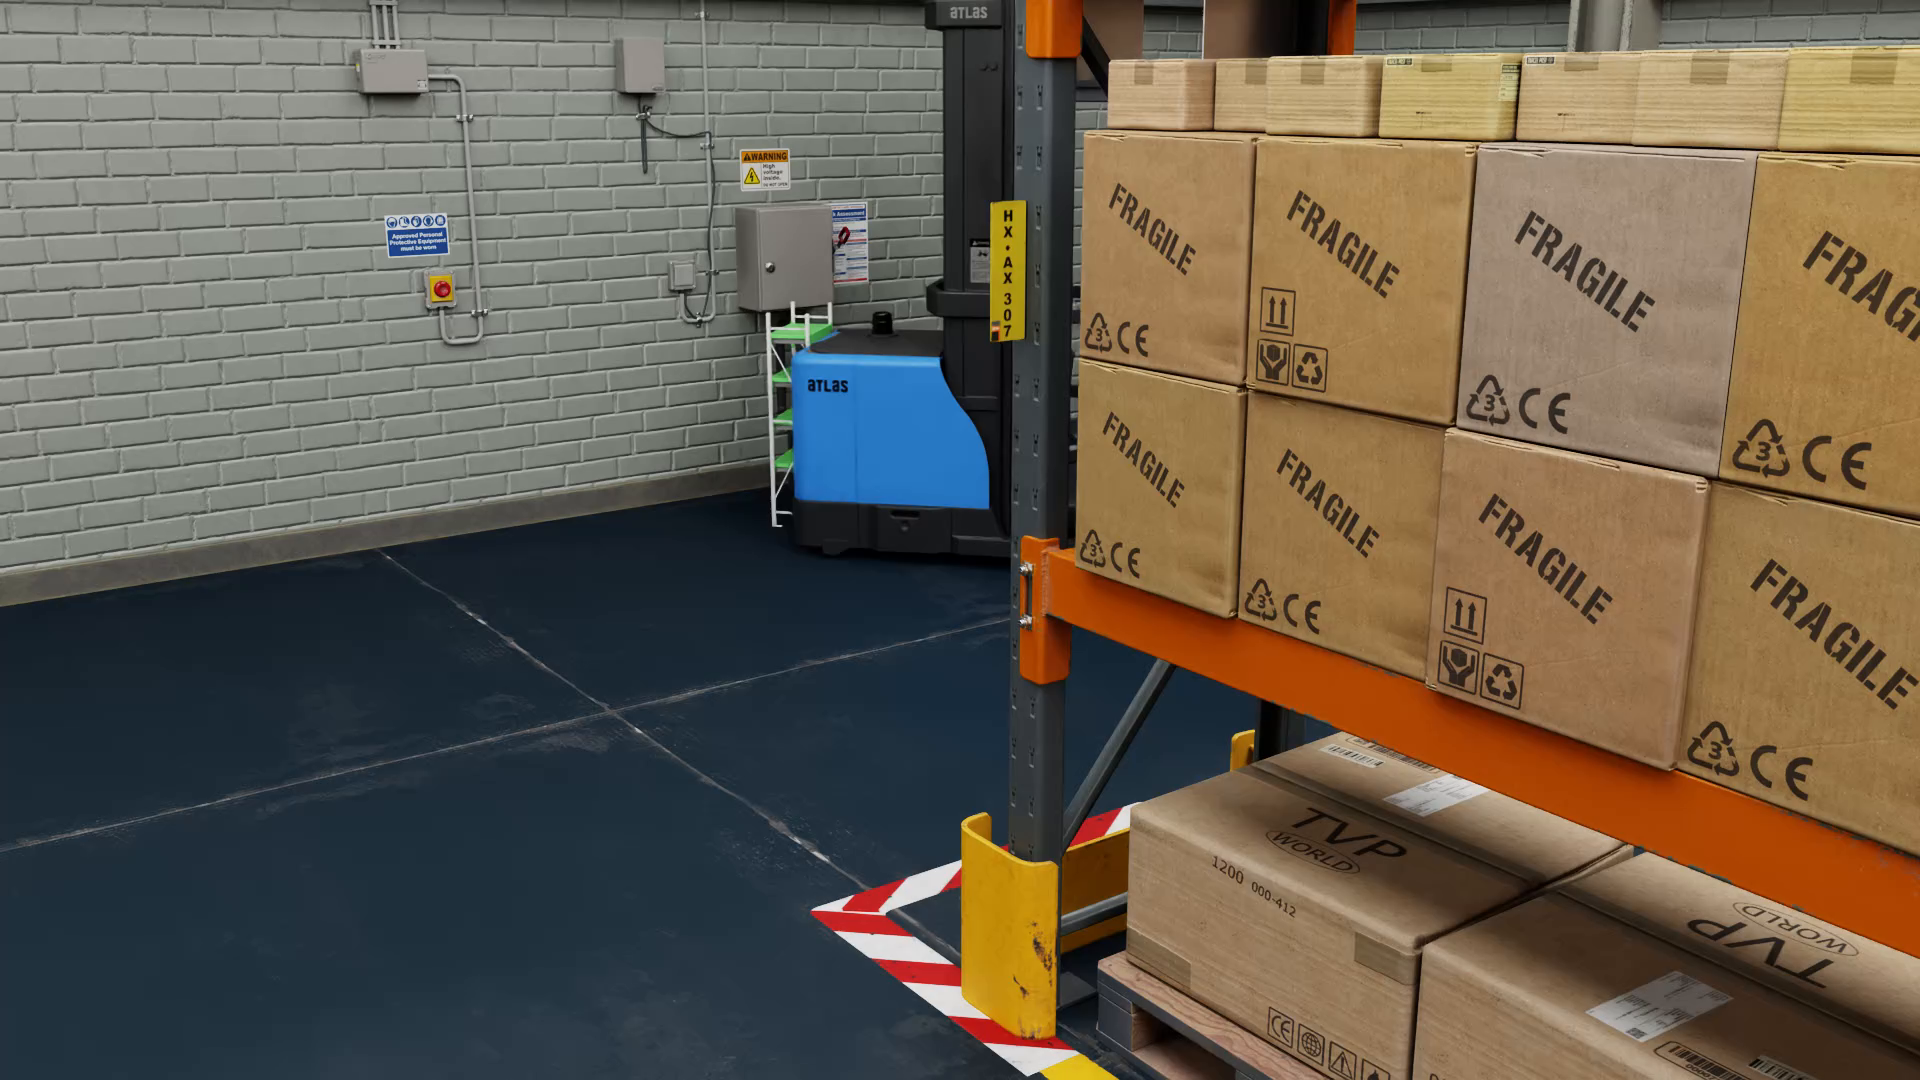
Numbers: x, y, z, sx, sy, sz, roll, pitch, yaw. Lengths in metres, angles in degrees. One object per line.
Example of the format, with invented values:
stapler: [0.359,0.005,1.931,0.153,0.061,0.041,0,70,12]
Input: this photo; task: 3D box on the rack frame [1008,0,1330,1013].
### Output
rack frame: [0.565,-0.261,4.346,1.000,3.000,0.127,-11,19,-35]

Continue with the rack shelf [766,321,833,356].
rack shelf: [-0.892,-1.115,9.303,0.258,0.148,0.480,3,16,10]

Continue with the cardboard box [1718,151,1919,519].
cardboard box: [1.530,-0.320,2.480,0.500,0.500,0.500,-11,19,-34]

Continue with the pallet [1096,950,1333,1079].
pallet: [1.099,1.243,4.135,1.003,0.211,1.213,-11,19,-35]

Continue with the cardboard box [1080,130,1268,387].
cardboard box: [0.617,-0.644,3.665,0.500,0.500,0.500,-11,19,-36]

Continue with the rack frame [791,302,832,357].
rack frame: [-0.848,-0.778,9.644,0.240,1.200,0.015,3,16,10]

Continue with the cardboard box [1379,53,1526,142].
cardboard box: [0.991,-0.814,3.055,0.380,0.149,0.250,-12,19,-36]

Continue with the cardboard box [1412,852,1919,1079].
cardboard box: [1.579,1.092,3.462,0.875,0.438,0.875,-10,18,-33]

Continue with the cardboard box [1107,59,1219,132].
cardboard box: [0.550,-0.985,3.682,0.380,0.149,0.250,-10,18,-33]

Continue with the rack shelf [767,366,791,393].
rack shelf: [-0.892,-0.884,9.366,0.258,0.148,0.480,3,16,10]

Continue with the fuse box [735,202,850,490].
fuse box: [-0.984,-1.135,9.980,0.539,1.711,0.414,-11,19,-35]

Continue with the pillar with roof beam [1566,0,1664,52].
pillar with roof beam: [0.240,-3.973,6.546,9.100,9.000,0.400,-11,19,-35]

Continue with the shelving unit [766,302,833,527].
shelving unit: [-0.892,-0.714,9.412,0.258,1.200,0.503,3,16,10]

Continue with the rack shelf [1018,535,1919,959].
rack shelf: [1.741,0.513,2.881,1.077,0.370,4.000,-11,19,-35]

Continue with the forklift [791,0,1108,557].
forklift: [0.684,-1.383,8.577,3.031,2.935,1.130,3,16,10]

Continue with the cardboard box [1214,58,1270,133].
cardboard box: [0.762,-0.940,3.518,0.380,0.149,0.250,-10,18,-33]

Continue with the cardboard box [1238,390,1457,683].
cardboard box: [0.935,-0.058,3.417,0.500,0.500,0.500,-11,19,-35]

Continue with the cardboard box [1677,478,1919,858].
cardboard box: [1.528,0.158,2.629,0.500,0.500,0.500,-10,18,-33]

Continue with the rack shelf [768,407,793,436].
rack shelf: [-0.892,-0.653,9.429,0.258,0.148,0.480,3,16,10]

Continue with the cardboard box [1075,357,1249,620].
cardboard box: [0.615,-0.162,3.796,0.500,0.500,0.500,-11,19,-35]

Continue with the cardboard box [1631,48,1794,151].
cardboard box: [1.301,-0.706,2.661,0.380,0.149,0.250,-11,19,-34]

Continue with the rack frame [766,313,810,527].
rack frame: [-0.936,-0.651,9.181,0.240,1.200,0.015,3,16,10]

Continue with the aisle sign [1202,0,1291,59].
aisle sign: [0.774,-1.578,4.235,0.394,0.787,0.004,-11,19,-35]

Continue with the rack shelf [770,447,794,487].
rack shelf: [-0.892,-0.421,9.493,0.258,0.148,0.480,3,16,10]

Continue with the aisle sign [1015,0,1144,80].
aisle sign: [0.288,-1.485,3.895,0.394,0.787,0.004,-11,19,-35]

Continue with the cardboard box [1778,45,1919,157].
cardboard box: [1.428,-0.648,2.448,0.380,0.149,0.250,-11,19,-36]

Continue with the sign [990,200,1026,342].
sign: [0.113,-0.632,3.912,0.100,0.325,0.005,-11,19,-35]

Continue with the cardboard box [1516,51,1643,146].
cardboard box: [1.188,-0.766,2.880,0.380,0.149,0.250,-11,19,-34]

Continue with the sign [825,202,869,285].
sign: [-0.706,-1.831,10.264,0.329,0.494,0.001,-11,19,-35]

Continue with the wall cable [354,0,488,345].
wall cable: [-2.769,-1.966,8.594,0.585,1.953,0.123,-11,19,-35]

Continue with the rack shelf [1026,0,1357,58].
rack shelf: [1.741,-0.933,2.485,1.077,0.370,4.000,-11,19,-35]

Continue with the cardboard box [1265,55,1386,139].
cardboard box: [0.822,-0.867,3.250,0.380,0.149,0.250,-10,18,-33]

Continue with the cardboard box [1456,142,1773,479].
cardboard box: [1.236,-0.427,2.869,0.500,0.500,0.500,-11,19,-35]

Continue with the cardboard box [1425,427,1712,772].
cardboard box: [1.220,0.053,3.010,0.500,0.500,0.500,-11,19,-35]

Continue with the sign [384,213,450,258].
sign: [-2.844,-1.597,8.717,0.327,0.218,0.001,-11,19,-35]

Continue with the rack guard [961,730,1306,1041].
rack guard: [0.551,0.940,4.695,1.175,0.500,0.348,-11,19,-35]

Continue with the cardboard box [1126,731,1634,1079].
cardboard box: [1.034,0.898,4.171,0.875,0.438,0.875,-12,19,-36]

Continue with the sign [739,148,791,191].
sign: [-1.150,-2.190,9.831,0.339,0.242,0.001,-11,19,-35]
